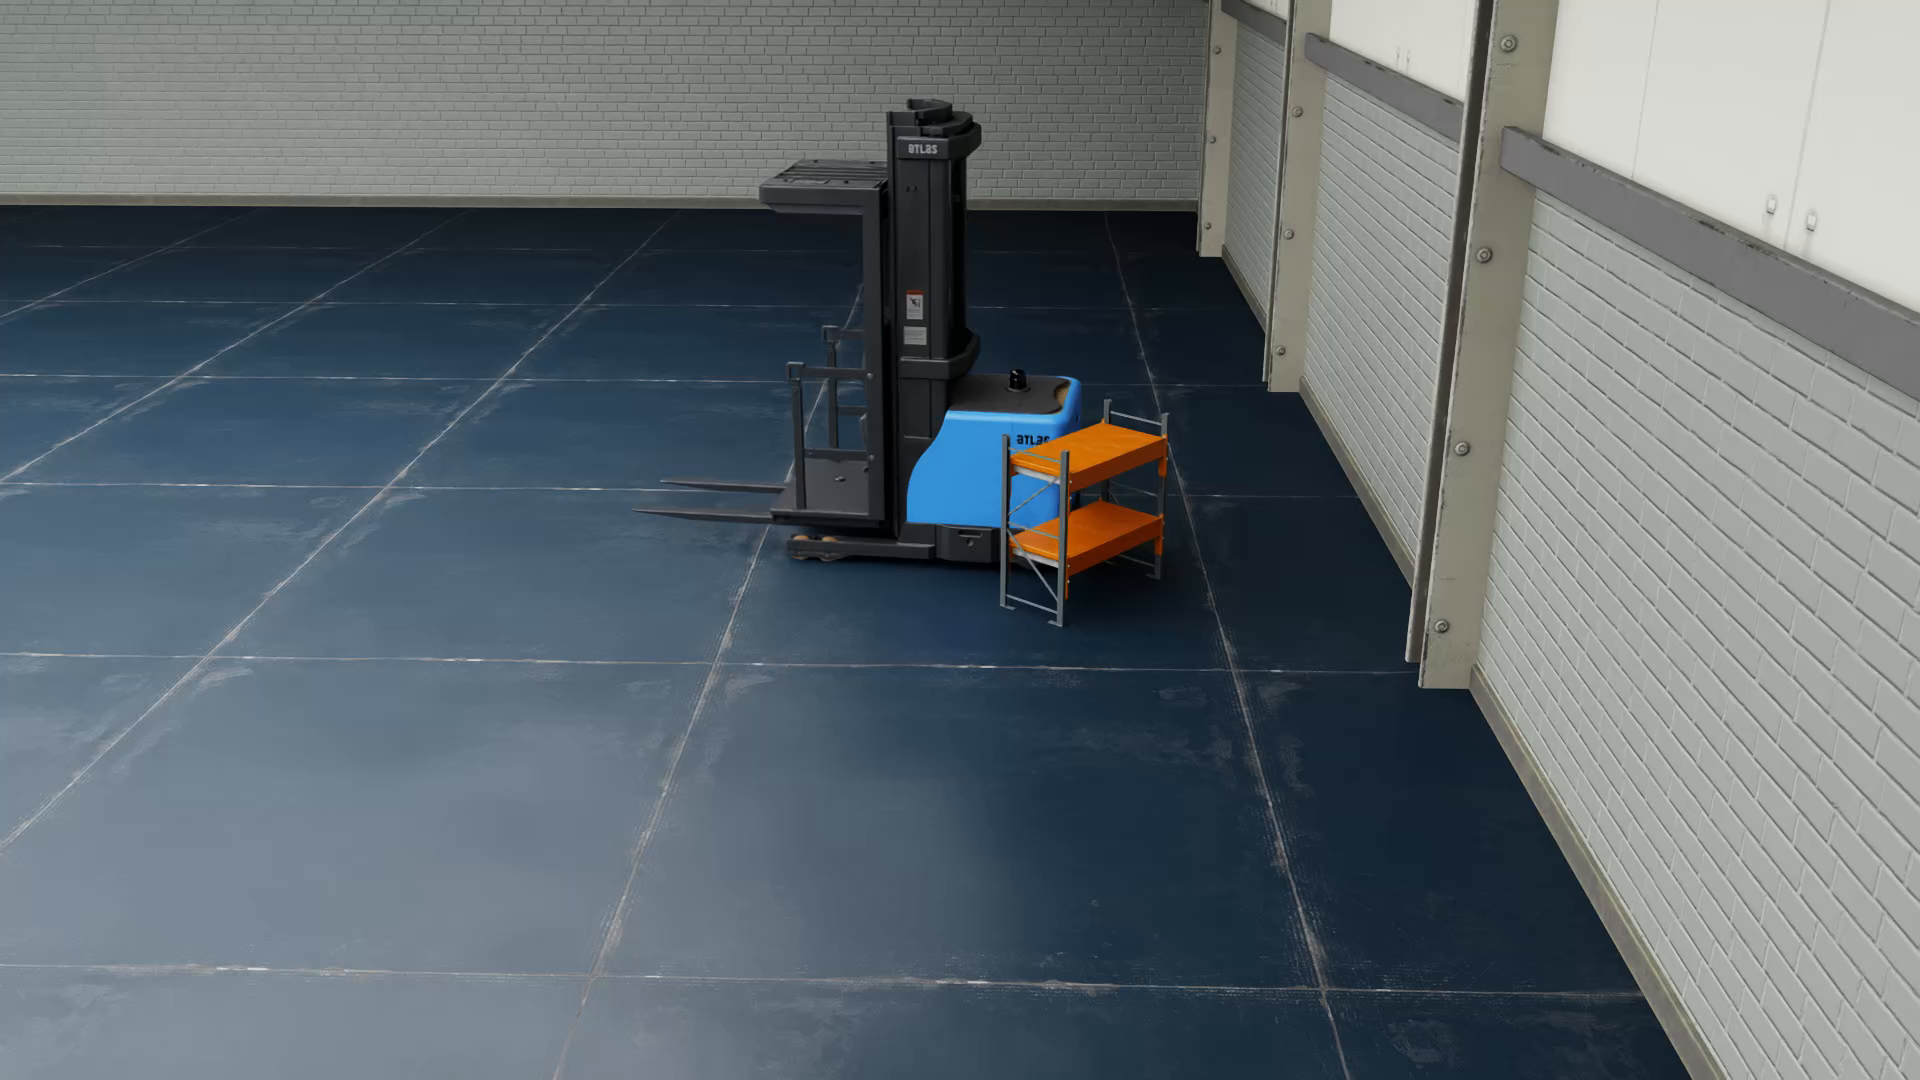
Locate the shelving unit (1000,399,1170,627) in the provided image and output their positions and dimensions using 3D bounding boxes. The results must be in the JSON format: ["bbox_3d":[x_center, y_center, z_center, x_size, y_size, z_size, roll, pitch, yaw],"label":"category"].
[{"bbox_3d":[0.789,-0.191,10.467,0.538,1.125,1.048,18,28,39],"label":"shelving unit"}]

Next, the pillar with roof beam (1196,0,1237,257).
[{"bbox_3d":[-1.182,-7.817,19.234,9.100,9.000,0.400,1,21,2],"label":"pillar with roof beam"}]

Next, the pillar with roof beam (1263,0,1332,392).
[{"bbox_3d":[-1.365,-5.647,13.643,9.100,9.000,0.400,1,21,2],"label":"pillar with roof beam"}]

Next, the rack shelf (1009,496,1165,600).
[{"bbox_3d":[0.789,0.037,10.556,0.538,0.278,1.000,18,28,39],"label":"rack shelf"}]

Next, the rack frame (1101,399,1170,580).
[{"bbox_3d":[1.129,-0.328,10.819,0.500,1.125,0.032,18,28,39],"label":"rack frame"}]

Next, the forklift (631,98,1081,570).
[{"bbox_3d":[-0.719,-1.403,11.093,3.031,2.935,1.130,3,21,8],"label":"forklift"}]

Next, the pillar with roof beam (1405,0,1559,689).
[{"bbox_3d":[-1.547,-3.478,8.052,9.100,9.000,0.400,1,21,2],"label":"pillar with roof beam"}]

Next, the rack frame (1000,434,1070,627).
[{"bbox_3d":[0.449,-0.055,10.115,0.500,1.125,0.032,18,28,39],"label":"rack frame"}]

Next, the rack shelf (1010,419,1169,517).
[{"bbox_3d":[0.789,-0.464,10.361,0.538,0.278,1.000,18,28,39],"label":"rack shelf"}]
